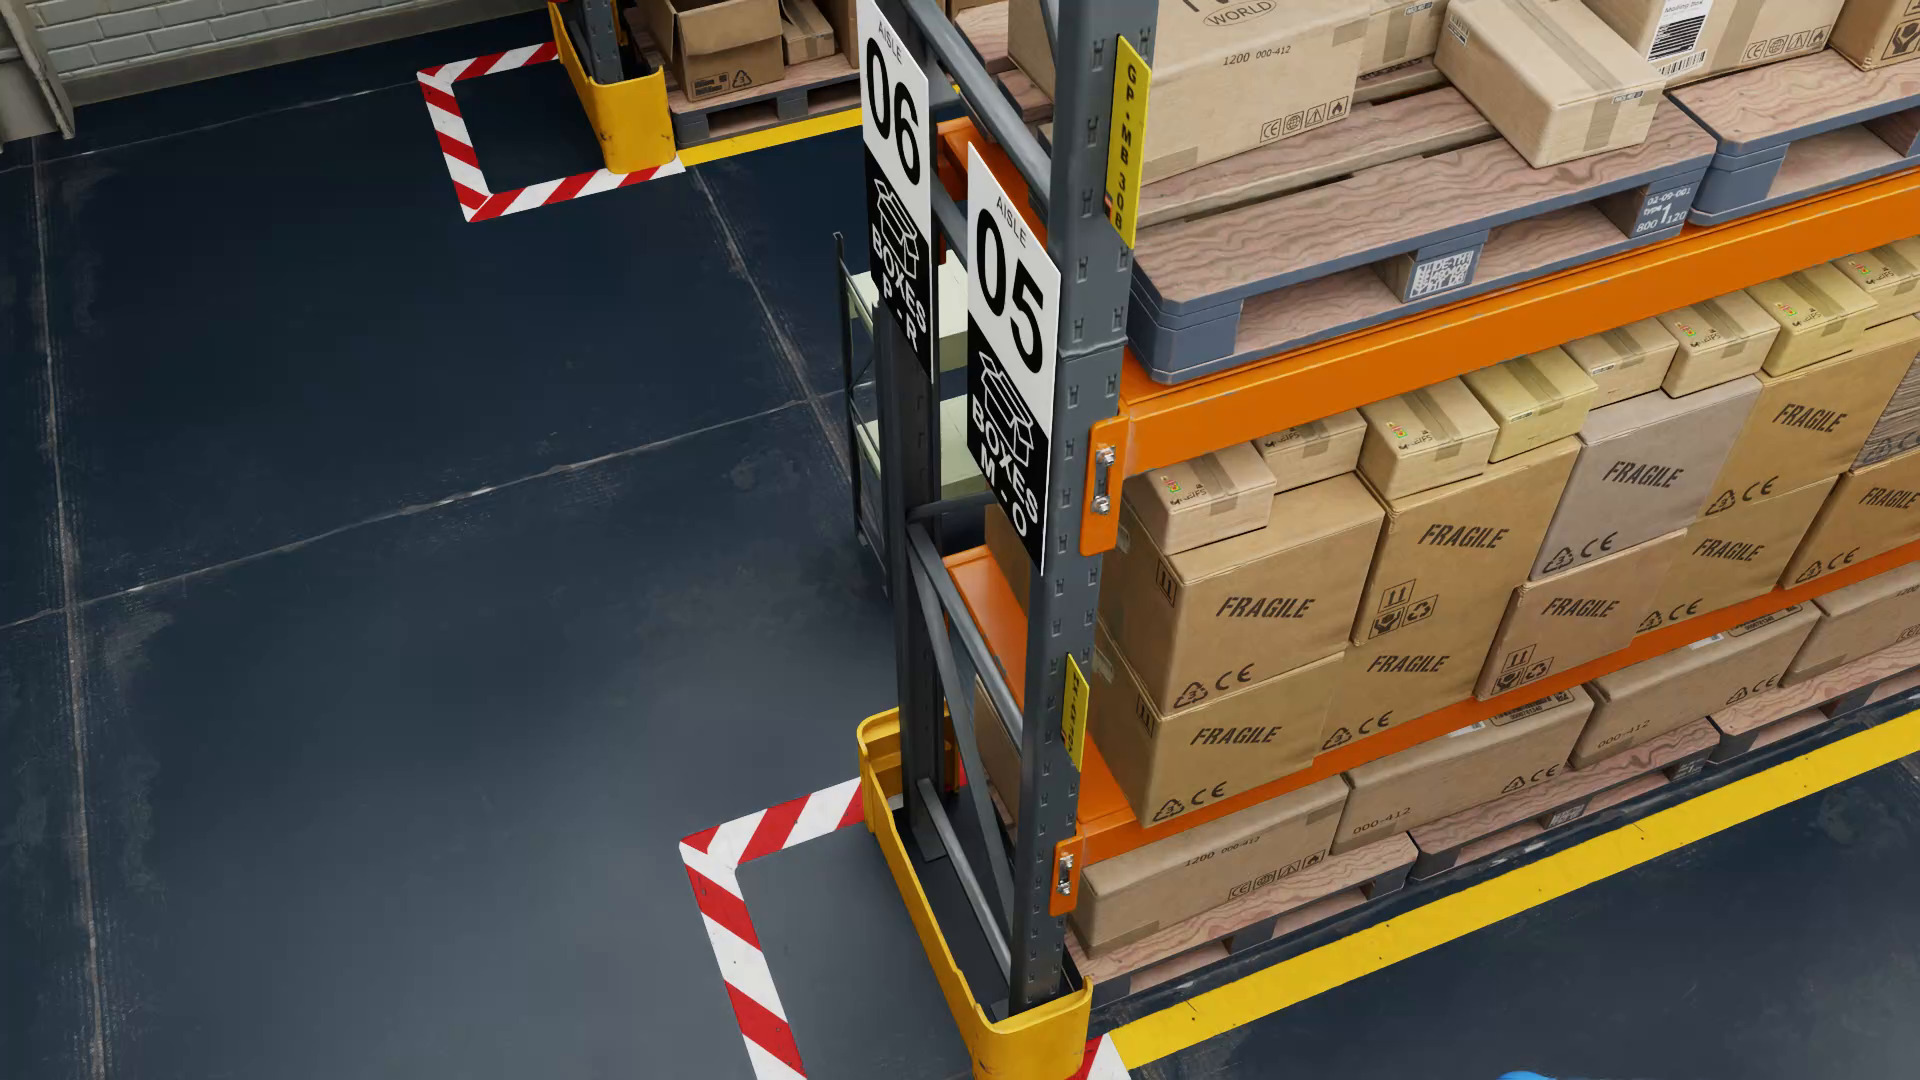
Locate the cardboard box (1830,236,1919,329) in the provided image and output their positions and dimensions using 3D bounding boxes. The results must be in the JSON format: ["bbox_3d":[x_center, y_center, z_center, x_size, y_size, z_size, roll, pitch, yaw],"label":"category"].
[{"bbox_3d":[2.157,-0.702,4.064,0.250,0.149,0.380,-17,52,-14],"label":"cardboard box"}]

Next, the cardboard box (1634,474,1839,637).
[{"bbox_3d":[1.994,-0.122,4.652,0.500,0.500,0.500,-16,51,-13],"label":"cardboard box"}]

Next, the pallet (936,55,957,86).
[{"bbox_3d":[0.103,-2.875,8.920,1.213,0.211,1.003,-17,52,-14],"label":"pallet"}]

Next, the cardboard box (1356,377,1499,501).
[{"bbox_3d":[0.981,-0.296,3.715,0.250,0.149,0.380,-16,51,-13],"label":"cardboard box"}]

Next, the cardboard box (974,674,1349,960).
[{"bbox_3d":[0.621,0.738,5.391,0.875,0.438,0.875,-19,52,-15],"label":"cardboard box"}]

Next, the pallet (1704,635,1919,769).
[{"bbox_3d":[3.017,0.224,6.259,1.213,0.211,1.003,-17,52,-14],"label":"pallet"}]

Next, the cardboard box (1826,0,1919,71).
[{"bbox_3d":[1.971,-1.352,3.389,0.500,0.500,0.500,-16,51,-14],"label":"cardboard box"}]

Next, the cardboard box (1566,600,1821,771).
[{"bbox_3d":[2.301,0.213,5.843,0.875,0.438,0.875,-19,52,-15],"label":"cardboard box"}]

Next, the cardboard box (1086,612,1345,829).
[{"bbox_3d":[0.601,0.331,4.263,0.500,0.500,0.500,-18,52,-15],"label":"cardboard box"}]

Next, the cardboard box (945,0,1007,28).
[{"bbox_3d":[0.103,-2.916,8.488,0.500,0.500,0.500,-16,51,-14],"label":"cardboard box"}]

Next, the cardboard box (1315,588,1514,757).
[{"bbox_3d":[1.059,0.167,4.404,0.500,0.500,0.500,-18,52,-15],"label":"cardboard box"}]

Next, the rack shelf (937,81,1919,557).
[{"bbox_3d":[1.899,-1.017,3.983,4.000,0.370,1.077,-17,52,-14],"label":"rack shelf"}]

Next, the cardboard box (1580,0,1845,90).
[{"bbox_3d":[1.453,-1.212,3.393,0.500,0.311,0.500,-16,51,-14],"label":"cardboard box"}]

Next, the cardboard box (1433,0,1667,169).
[{"bbox_3d":[1.142,-0.915,3.245,0.250,0.149,0.380,-16,51,-13],"label":"cardboard box"}]

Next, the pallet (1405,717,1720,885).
[{"bbox_3d":[1.886,0.577,5.956,1.213,0.211,1.003,-17,52,-14],"label":"pallet"}]

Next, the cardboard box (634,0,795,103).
[{"bbox_3d":[-1.230,-2.617,8.230,0.637,0.503,0.797,-19,52,-16],"label":"cardboard box"}]

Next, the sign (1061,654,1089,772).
[{"bbox_3d":[0.252,0.384,3.661,0.005,0.325,0.100,-17,52,-14],"label":"sign"}]

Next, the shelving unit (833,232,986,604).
[{"bbox_3d":[0.006,-0.491,6.023,0.755,1.500,0.431,-17,52,-14],"label":"shelving unit"}]

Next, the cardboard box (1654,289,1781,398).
[{"bbox_3d":[1.688,-0.539,3.924,0.250,0.149,0.380,-17,51,-14],"label":"cardboard box"}]

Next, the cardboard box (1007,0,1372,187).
[{"bbox_3d":[0.430,-0.990,3.243,0.500,0.250,0.500,-22,53,-18],"label":"cardboard box"}]

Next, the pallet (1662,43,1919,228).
[{"bbox_3d":[1.862,-1.221,3.744,1.213,0.211,1.003,-17,52,-14],"label":"pallet"}]

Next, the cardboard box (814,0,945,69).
[{"bbox_3d":[-0.424,-2.834,8.418,0.500,0.500,0.700,-15,51,-13],"label":"cardboard box"}]

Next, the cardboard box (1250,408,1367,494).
[{"bbox_3d":[0.697,-0.302,3.720,0.250,0.149,0.380,-16,51,-13],"label":"cardboard box"}]

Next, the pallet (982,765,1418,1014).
[{"bbox_3d":[0.759,0.924,5.658,1.213,0.211,1.003,-17,52,-14],"label":"pallet"}]

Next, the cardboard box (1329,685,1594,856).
[{"bbox_3d":[1.465,0.470,5.622,0.875,0.438,0.875,-16,51,-13],"label":"cardboard box"}]

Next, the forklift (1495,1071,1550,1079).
[{"bbox_3d":[2.331,1.945,2.988,3.031,2.935,1.130,26,54,21],"label":"forklift"}]

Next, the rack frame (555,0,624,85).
[{"bbox_3d":[-1.832,-3.185,7.349,0.127,3.000,1.000,-17,52,-14],"label":"rack frame"}]

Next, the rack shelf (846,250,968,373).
[{"bbox_3d":[0.006,-0.745,5.727,0.720,0.370,0.431,-17,52,-14],"label":"rack shelf"}]

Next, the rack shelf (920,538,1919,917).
[{"bbox_3d":[1.899,-0.039,5.121,4.000,0.370,1.077,-17,52,-14],"label":"rack shelf"}]

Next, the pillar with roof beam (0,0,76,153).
[{"bbox_3d":[-3.041,-1.976,2.356,0.400,9.000,9.100,-17,52,-14],"label":"pillar with roof beam"}]

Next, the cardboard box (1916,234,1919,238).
[{"bbox_3d":[2.379,-0.783,4.133,0.250,0.149,0.380,-18,52,-15],"label":"cardboard box"}]

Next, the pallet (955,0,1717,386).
[{"bbox_3d":[0.731,-0.868,3.441,1.213,0.211,1.003,-17,52,-14],"label":"pallet"}]

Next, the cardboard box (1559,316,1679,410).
[{"bbox_3d":[1.441,-0.497,3.888,0.250,0.149,0.380,-17,51,-14],"label":"cardboard box"}]

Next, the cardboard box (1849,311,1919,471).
[{"bbox_3d":[2.478,-0.584,4.390,0.500,0.500,0.500,-17,51,-14],"label":"cardboard box"}]

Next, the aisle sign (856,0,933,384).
[{"bbox_3d":[-0.136,-0.744,3.539,0.004,0.787,0.394,-17,52,-14],"label":"aisle sign"}]

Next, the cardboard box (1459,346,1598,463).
[{"bbox_3d":[1.218,-0.384,3.791,0.250,0.149,0.380,-19,52,-15],"label":"cardboard box"}]

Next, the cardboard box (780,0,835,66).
[{"bbox_3d":[-0.822,-2.596,8.446,0.250,0.149,0.380,-19,52,-16],"label":"cardboard box"}]

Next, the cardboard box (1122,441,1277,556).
[{"bbox_3d":[0.481,-0.177,3.613,0.250,0.149,0.380,-16,51,-13],"label":"cardboard box"}]

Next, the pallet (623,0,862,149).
[{"bbox_3d":[-1.024,-2.528,8.622,1.213,0.211,1.003,-17,52,-14],"label":"pallet"}]

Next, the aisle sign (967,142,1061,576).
[{"bbox_3d":[0.091,-0.323,3.177,0.004,0.787,0.394,-17,52,-14],"label":"aisle sign"}]

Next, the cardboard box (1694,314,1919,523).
[{"bbox_3d":[2.011,-0.446,4.271,0.500,0.500,0.500,-17,51,-14],"label":"cardboard box"}]

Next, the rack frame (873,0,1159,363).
[{"bbox_3d":[0.048,-1.654,2.080,0.127,3.000,1.000,-17,52,-14],"label":"rack frame"}]

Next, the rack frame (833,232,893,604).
[{"bbox_3d":[-0.333,-0.386,5.933,0.023,1.500,0.400,-17,52,-14],"label":"rack frame"}]

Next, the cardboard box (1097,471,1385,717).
[{"bbox_3d":[0.600,0.004,3.885,0.500,0.500,0.500,-18,52,-15],"label":"cardboard box"}]

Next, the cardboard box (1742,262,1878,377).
[{"bbox_3d":[1.933,-0.592,3.970,0.250,0.149,0.380,-18,52,-15],"label":"cardboard box"}]

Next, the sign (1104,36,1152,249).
[{"bbox_3d":[0.252,-0.596,2.520,0.005,0.325,0.100,-17,52,-14],"label":"sign"}]

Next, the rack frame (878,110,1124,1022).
[{"bbox_3d":[0.048,0.300,4.356,0.127,3.000,1.000,-17,52,-14],"label":"rack frame"}]

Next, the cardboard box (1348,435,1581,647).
[{"bbox_3d":[1.076,-0.149,4.017,0.500,0.500,0.500,-18,52,-15],"label":"cardboard box"}]

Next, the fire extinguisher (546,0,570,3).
[{"bbox_3d":[-1.794,-2.671,7.205,0.183,0.674,0.296,-17,52,-14],"label":"fire extinguisher"}]

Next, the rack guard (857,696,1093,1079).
[{"bbox_3d":[0.026,1.121,5.298,0.348,0.500,1.175,-17,52,-14],"label":"rack guard"}]

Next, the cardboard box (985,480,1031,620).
[{"bbox_3d":[0.394,-0.057,4.596,0.500,0.500,0.500,-17,51,-14],"label":"cardboard box"}]

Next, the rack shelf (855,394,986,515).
[{"bbox_3d":[0.006,-0.278,6.271,0.720,0.370,0.431,-17,52,-14],"label":"rack shelf"}]

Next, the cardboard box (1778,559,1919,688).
[{"bbox_3d":[3.129,-0.045,6.064,0.875,0.438,0.875,-18,52,-15],"label":"cardboard box"}]

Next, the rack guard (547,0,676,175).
[{"bbox_3d":[-1.762,-2.392,8.316,0.348,0.500,1.175,-17,52,-14],"label":"rack guard"}]

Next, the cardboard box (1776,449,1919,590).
[{"bbox_3d":[2.484,-0.261,4.772,0.500,0.500,0.500,-18,52,-15],"label":"cardboard box"}]

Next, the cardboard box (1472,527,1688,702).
[{"bbox_3d":[1.536,0.033,4.519,0.500,0.500,0.500,-17,52,-14],"label":"cardboard box"}]

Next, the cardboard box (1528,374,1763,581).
[{"bbox_3d":[1.549,-0.302,4.148,0.500,0.500,0.500,-18,52,-15],"label":"cardboard box"}]

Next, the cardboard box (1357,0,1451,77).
[{"bbox_3d":[0.788,-1.134,3.433,0.250,0.149,0.380,-21,52,-17],"label":"cardboard box"}]
